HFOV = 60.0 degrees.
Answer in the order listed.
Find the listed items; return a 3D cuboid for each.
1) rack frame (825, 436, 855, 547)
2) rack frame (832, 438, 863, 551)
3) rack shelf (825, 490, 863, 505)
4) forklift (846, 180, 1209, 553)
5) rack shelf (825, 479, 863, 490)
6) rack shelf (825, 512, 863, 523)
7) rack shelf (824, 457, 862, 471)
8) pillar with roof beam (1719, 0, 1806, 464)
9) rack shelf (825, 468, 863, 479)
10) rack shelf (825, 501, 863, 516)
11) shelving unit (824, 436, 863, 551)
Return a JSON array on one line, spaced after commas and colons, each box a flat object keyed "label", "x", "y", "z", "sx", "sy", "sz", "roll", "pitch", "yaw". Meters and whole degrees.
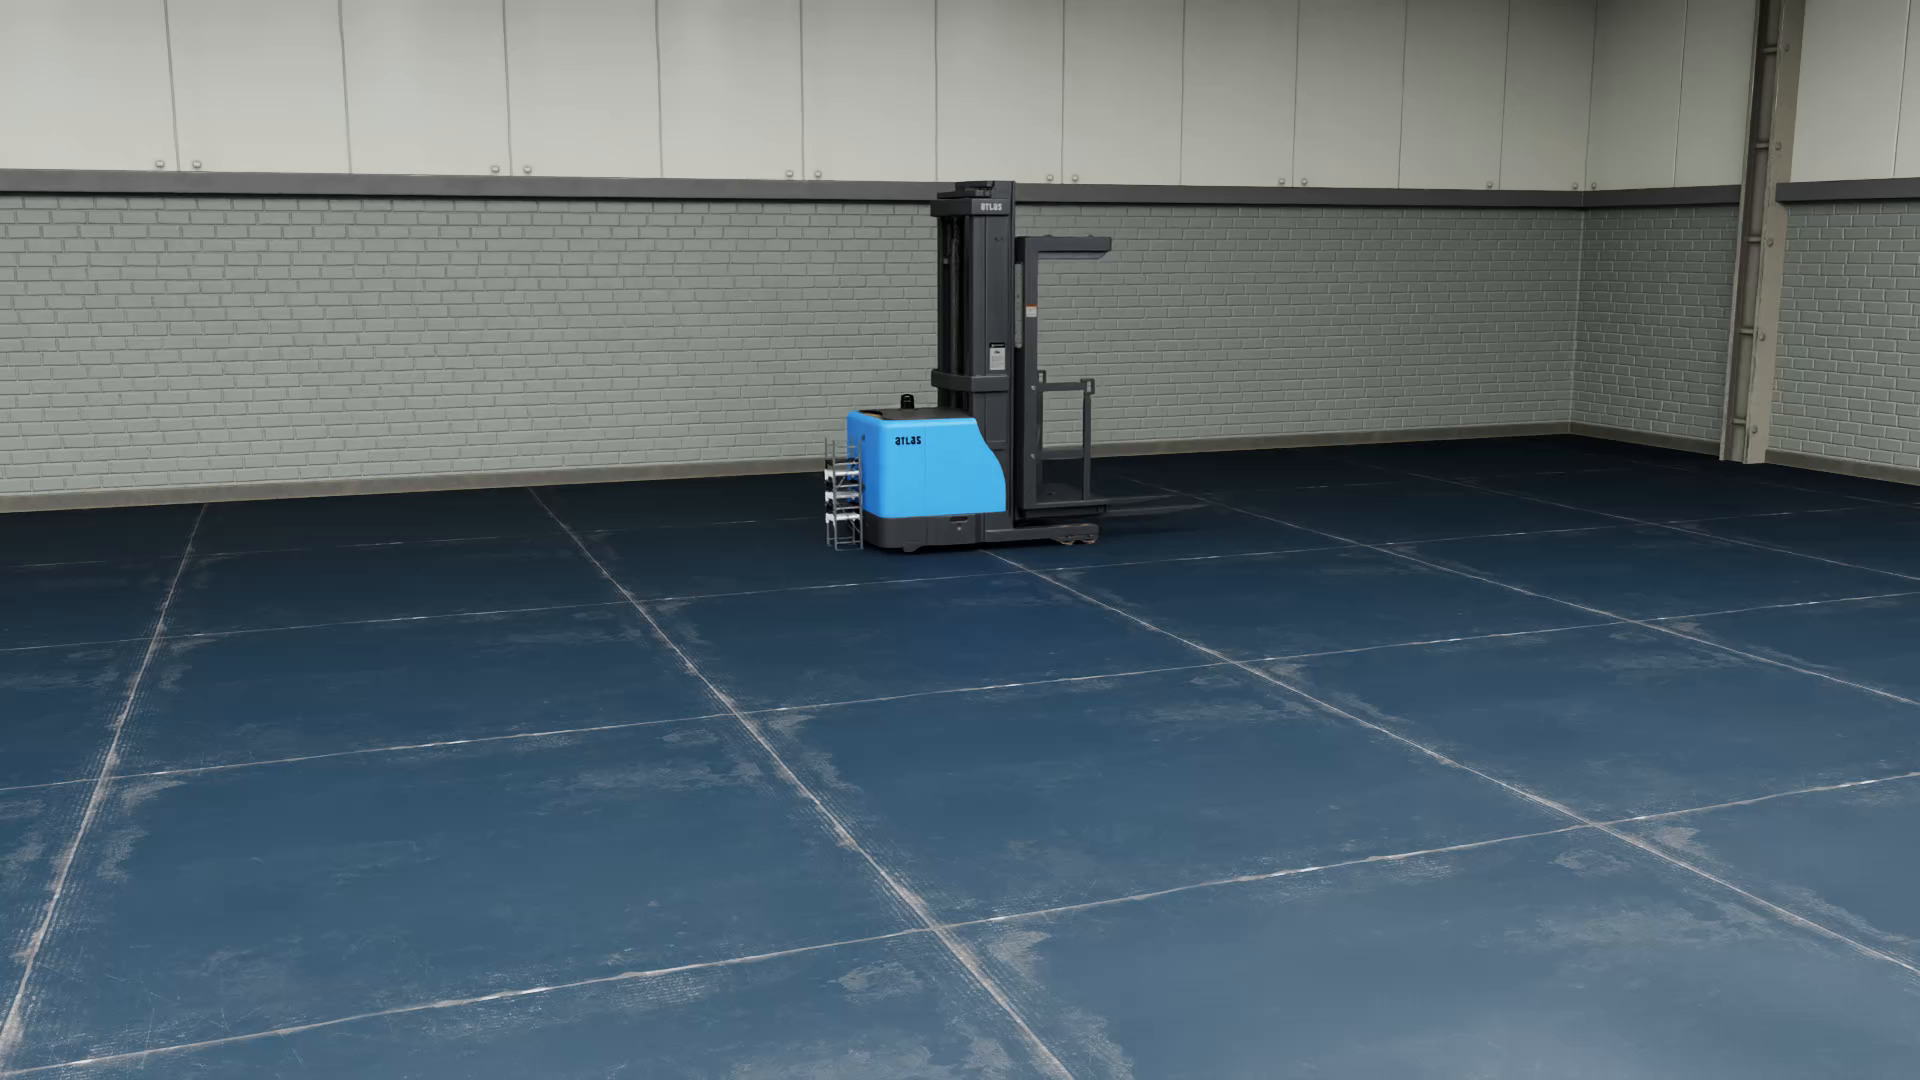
[{"label": "rack frame", "x": -0.980, "y": -0.397, "z": 13.576, "sx": 0.240, "sy": 0.900, "sz": 0.006, "roll": -5, "pitch": 11, "yaw": -21}, {"label": "rack frame", "x": -0.904, "y": -0.364, "z": 13.390, "sx": 0.240, "sy": 0.900, "sz": 0.006, "roll": -5, "pitch": 11, "yaw": -21}, {"label": "rack shelf", "x": -0.942, "y": -0.348, "z": 13.489, "sx": 0.258, "sy": 0.077, "sz": 0.200, "roll": -5, "pitch": 11, "yaw": -21}, {"label": "forklift", "x": 0.616, "y": -1.481, "z": 13.876, "sx": 3.031, "sy": 2.935, "sz": 1.130, "roll": -4, "pitch": 11, "yaw": -20}, {"label": "rack shelf", "x": -0.942, "y": -0.436, "z": 13.473, "sx": 0.258, "sy": 0.077, "sz": 0.200, "roll": -5, "pitch": 11, "yaw": -21}, {"label": "rack shelf", "x": -0.940, "y": -0.171, "z": 13.521, "sx": 0.258, "sy": 0.077, "sz": 0.200, "roll": -5, "pitch": 11, "yaw": -21}, {"label": "rack shelf", "x": -0.944, "y": -0.613, "z": 13.441, "sx": 0.258, "sy": 0.077, "sz": 0.200, "roll": -5, "pitch": 11, "yaw": -21}, {"label": "pillar with roof beam", "x": 4.919, "y": -5.057, "z": 16.656, "sx": 9.100, "sy": 9.000, "sz": 0.400, "roll": -4, "pitch": 11, "yaw": -21}, {"label": "rack shelf", "x": -0.943, "y": -0.525, "z": 13.457, "sx": 0.258, "sy": 0.077, "sz": 0.200, "roll": -5, "pitch": 11, "yaw": -21}, {"label": "rack shelf", "x": -0.941, "y": -0.259, "z": 13.505, "sx": 0.258, "sy": 0.077, "sz": 0.200, "roll": -5, "pitch": 11, "yaw": -21}, {"label": "shelving unit", "x": -0.942, "y": -0.381, "z": 13.483, "sx": 0.258, "sy": 0.900, "sz": 0.210, "roll": -5, "pitch": 11, "yaw": -21}]
